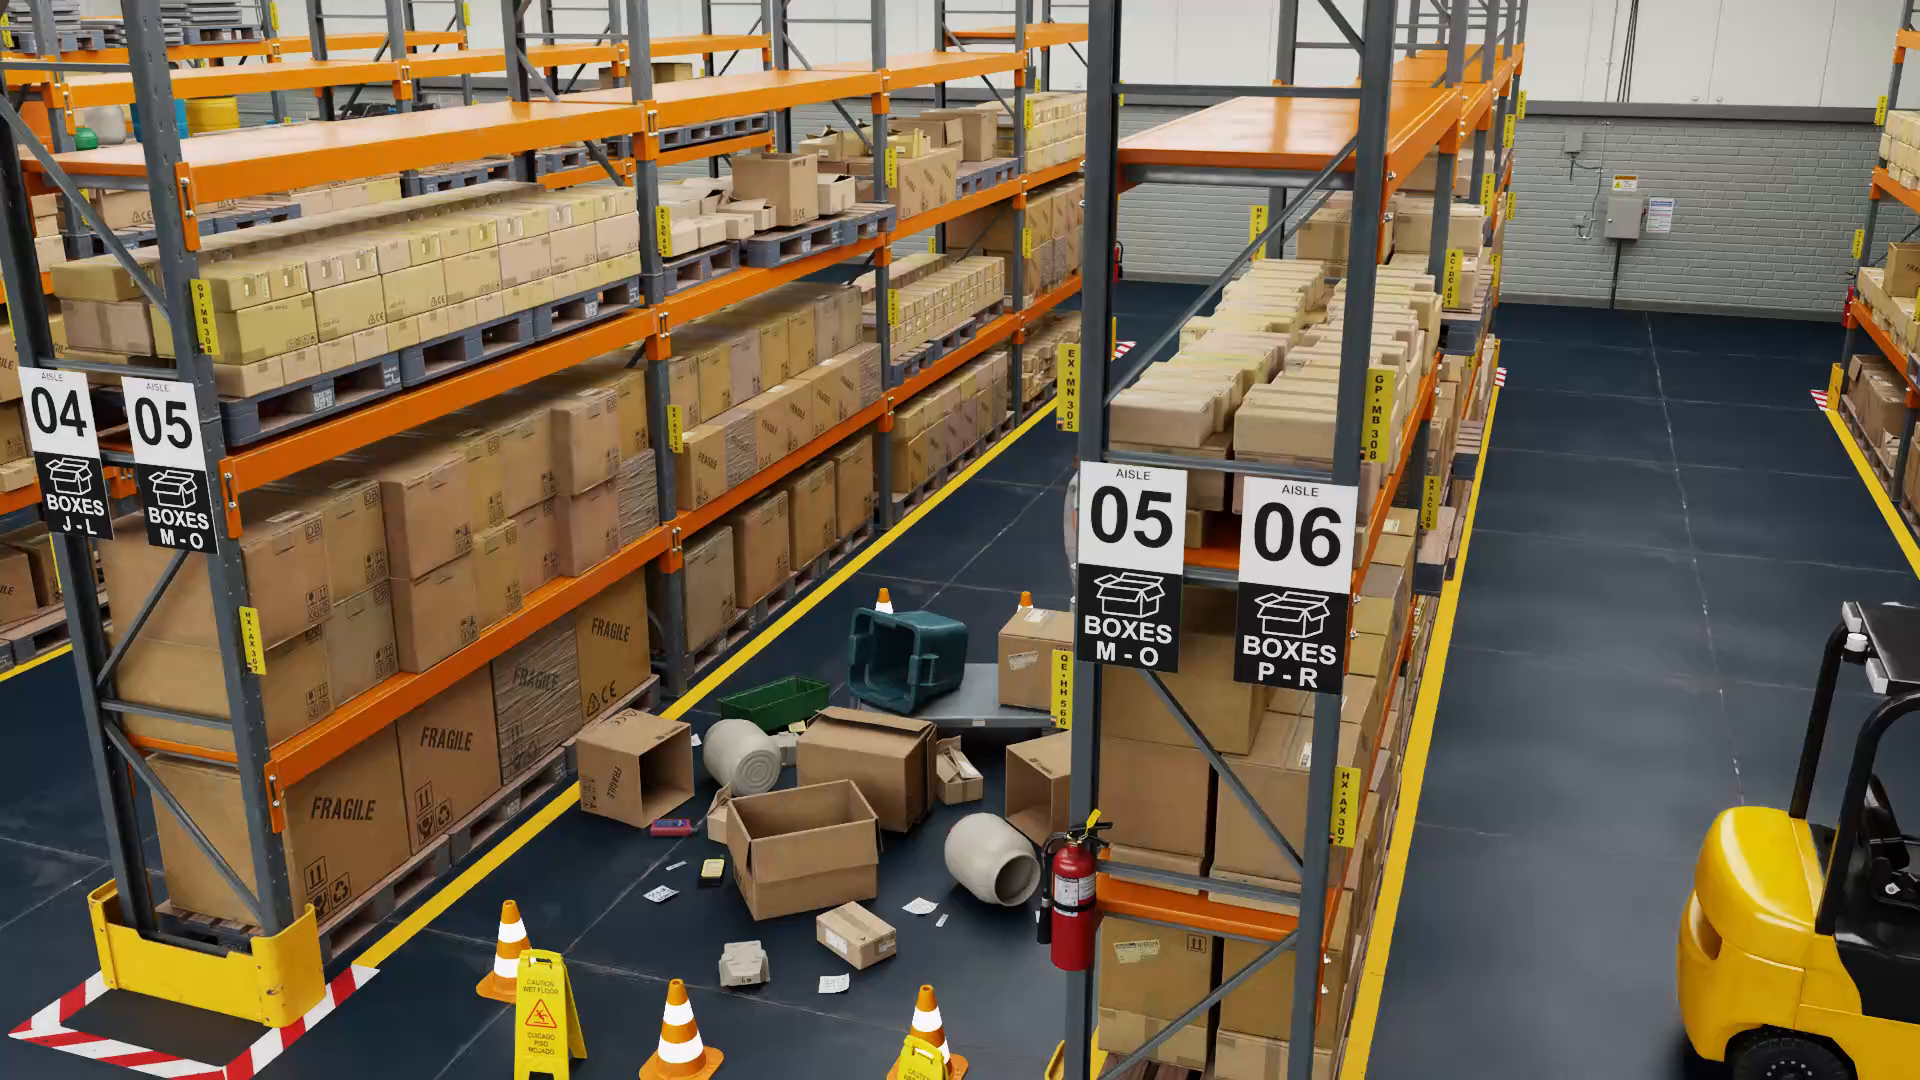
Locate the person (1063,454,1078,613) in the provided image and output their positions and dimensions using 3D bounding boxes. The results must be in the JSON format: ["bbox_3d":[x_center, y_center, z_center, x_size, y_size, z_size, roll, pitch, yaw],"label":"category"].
[{"bbox_3d":[0.958,0.039,12.449,0.361,1.672,0.492,6,20,16],"label":"person"}]
